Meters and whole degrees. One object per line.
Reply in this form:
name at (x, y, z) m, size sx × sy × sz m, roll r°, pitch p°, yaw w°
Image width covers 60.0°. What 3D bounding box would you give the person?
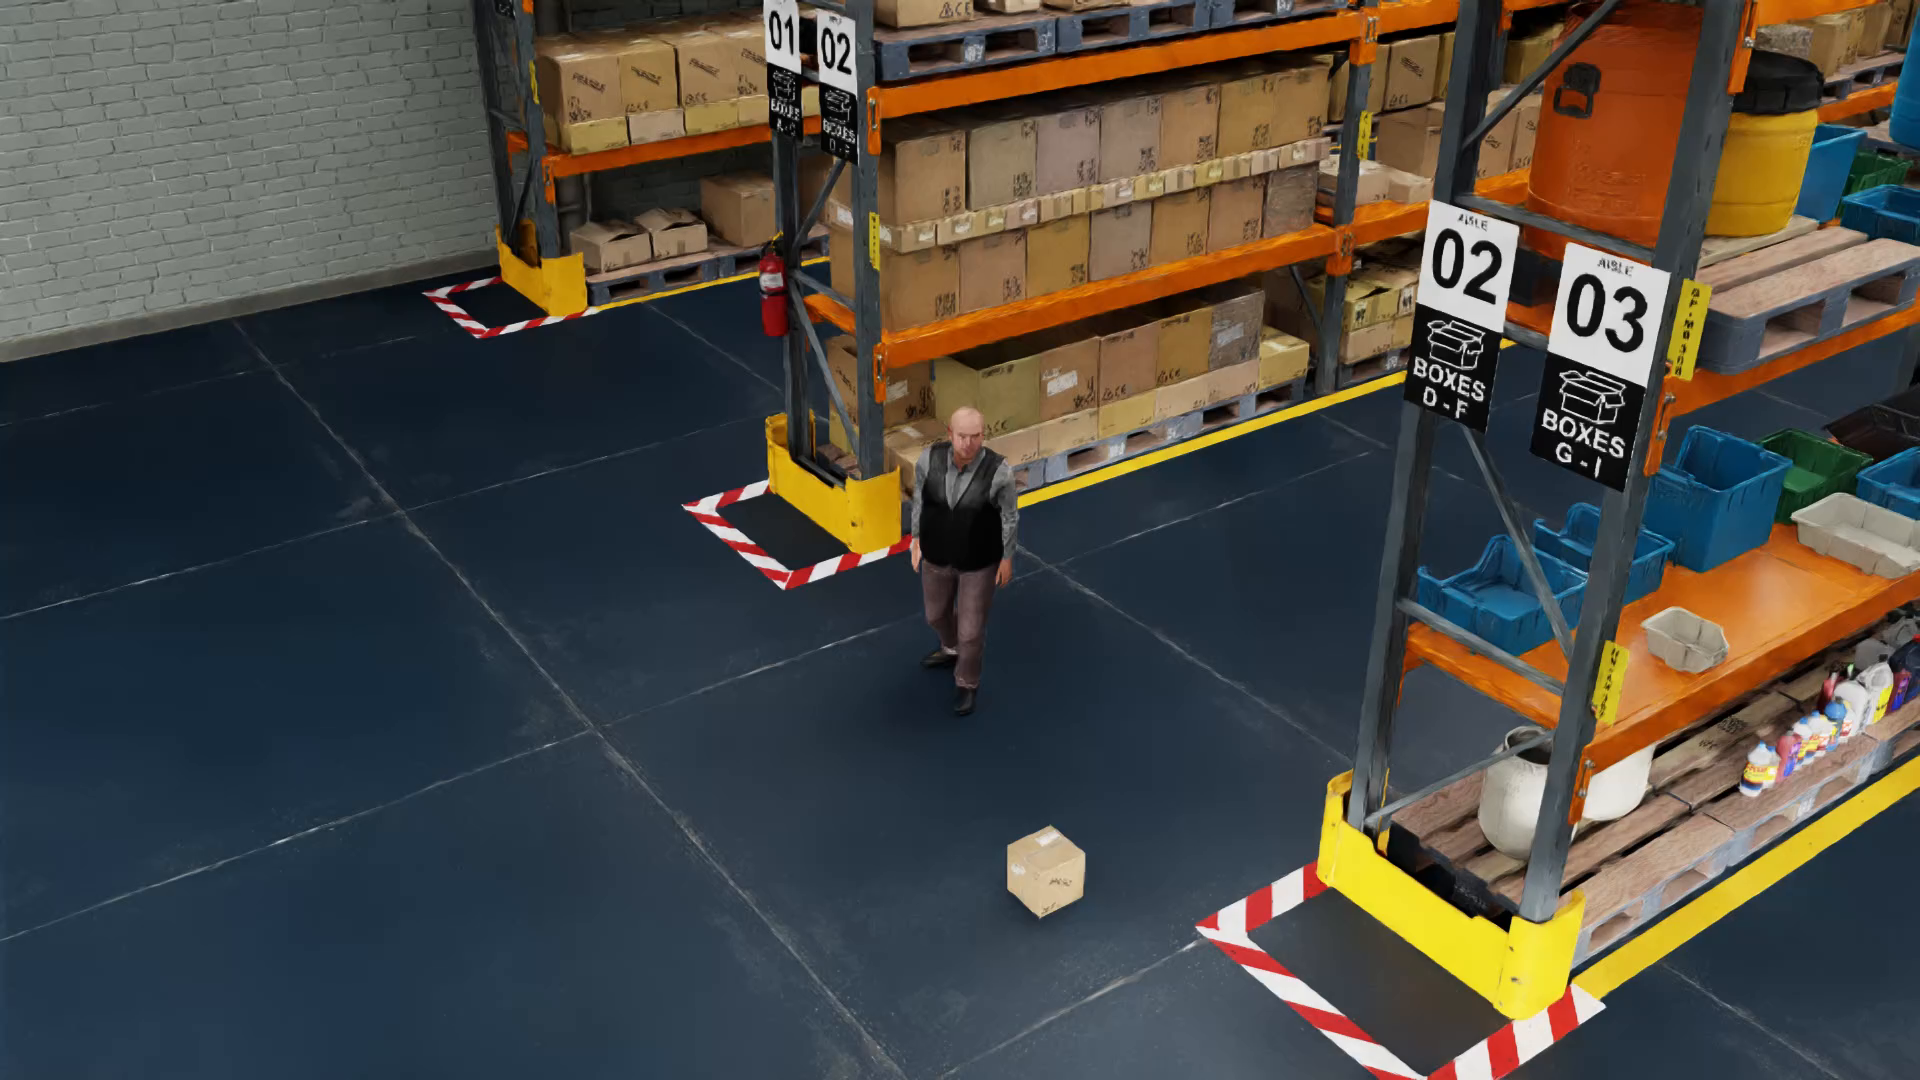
person at (0.030, 0.052, 8.556) m, size 0.579 × 1.709 × 0.545 m, roll 10°, pitch 30°, yaw 18°
